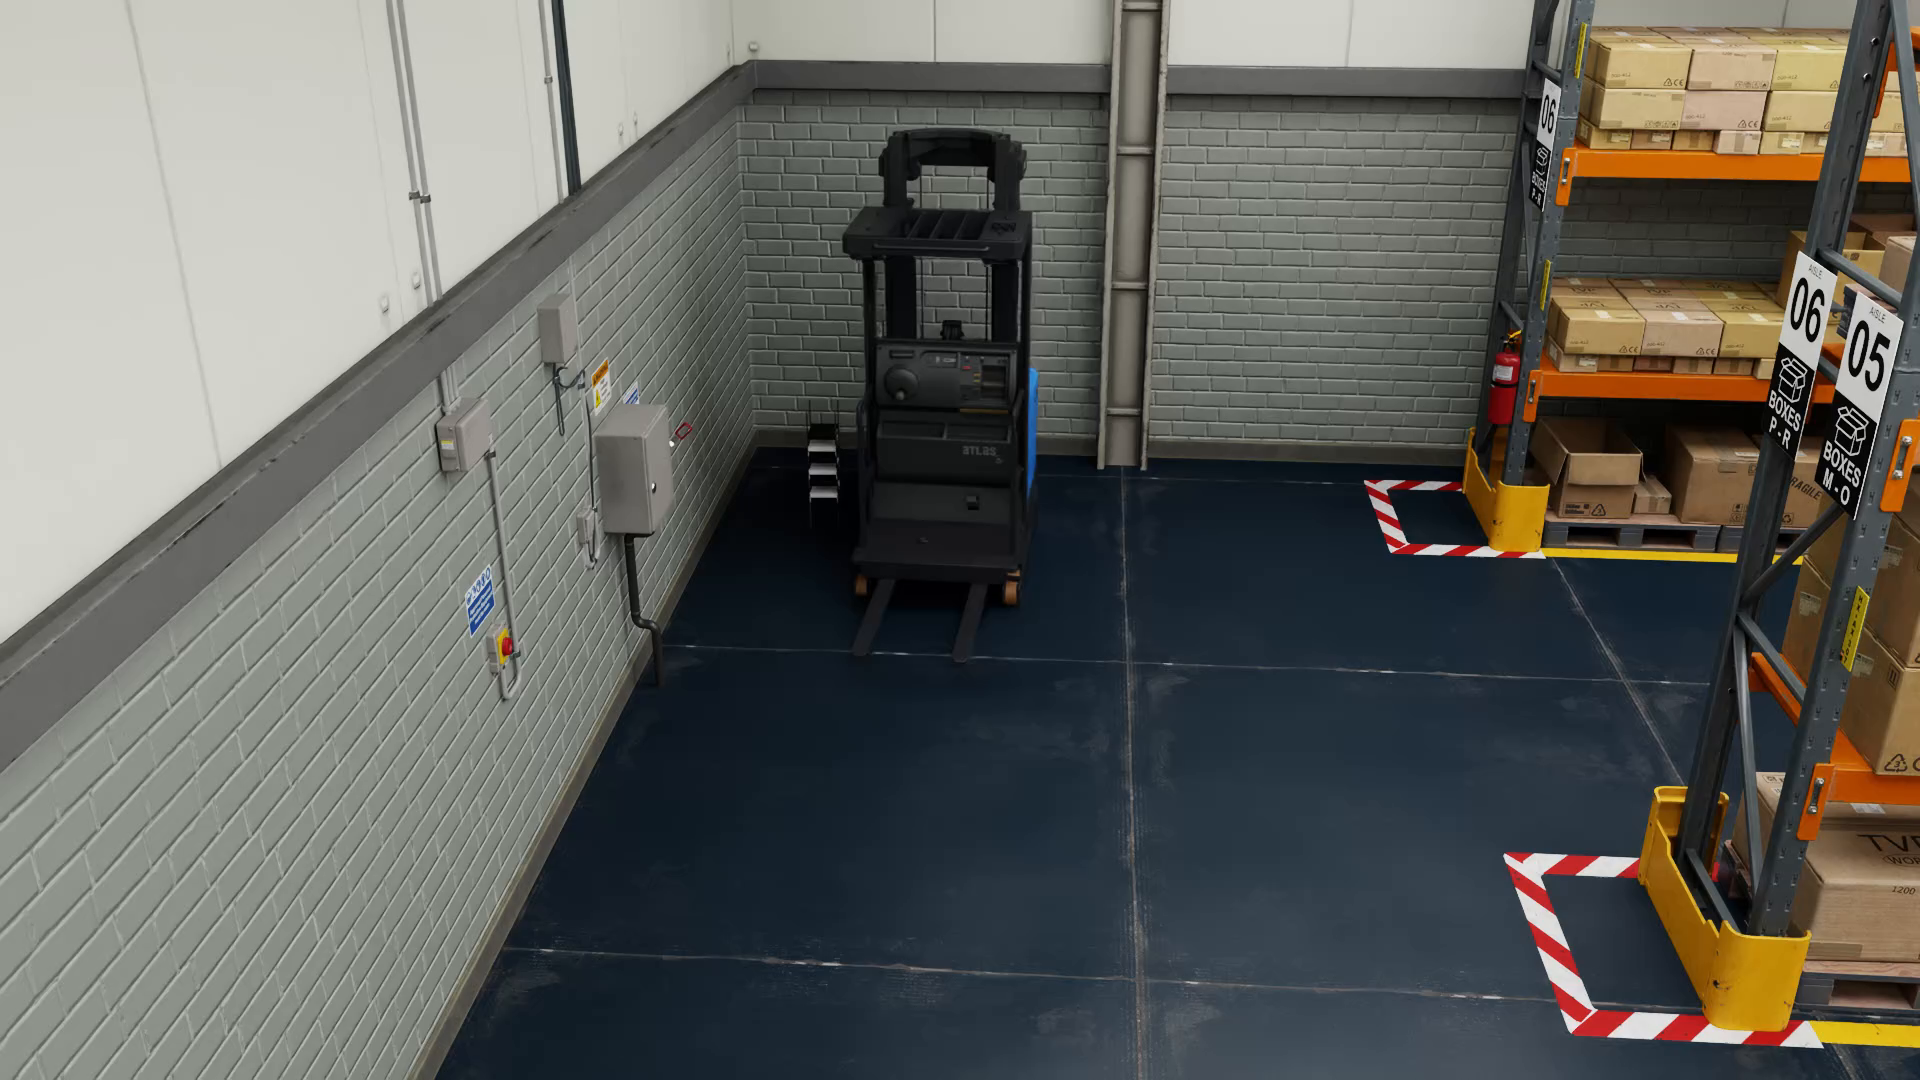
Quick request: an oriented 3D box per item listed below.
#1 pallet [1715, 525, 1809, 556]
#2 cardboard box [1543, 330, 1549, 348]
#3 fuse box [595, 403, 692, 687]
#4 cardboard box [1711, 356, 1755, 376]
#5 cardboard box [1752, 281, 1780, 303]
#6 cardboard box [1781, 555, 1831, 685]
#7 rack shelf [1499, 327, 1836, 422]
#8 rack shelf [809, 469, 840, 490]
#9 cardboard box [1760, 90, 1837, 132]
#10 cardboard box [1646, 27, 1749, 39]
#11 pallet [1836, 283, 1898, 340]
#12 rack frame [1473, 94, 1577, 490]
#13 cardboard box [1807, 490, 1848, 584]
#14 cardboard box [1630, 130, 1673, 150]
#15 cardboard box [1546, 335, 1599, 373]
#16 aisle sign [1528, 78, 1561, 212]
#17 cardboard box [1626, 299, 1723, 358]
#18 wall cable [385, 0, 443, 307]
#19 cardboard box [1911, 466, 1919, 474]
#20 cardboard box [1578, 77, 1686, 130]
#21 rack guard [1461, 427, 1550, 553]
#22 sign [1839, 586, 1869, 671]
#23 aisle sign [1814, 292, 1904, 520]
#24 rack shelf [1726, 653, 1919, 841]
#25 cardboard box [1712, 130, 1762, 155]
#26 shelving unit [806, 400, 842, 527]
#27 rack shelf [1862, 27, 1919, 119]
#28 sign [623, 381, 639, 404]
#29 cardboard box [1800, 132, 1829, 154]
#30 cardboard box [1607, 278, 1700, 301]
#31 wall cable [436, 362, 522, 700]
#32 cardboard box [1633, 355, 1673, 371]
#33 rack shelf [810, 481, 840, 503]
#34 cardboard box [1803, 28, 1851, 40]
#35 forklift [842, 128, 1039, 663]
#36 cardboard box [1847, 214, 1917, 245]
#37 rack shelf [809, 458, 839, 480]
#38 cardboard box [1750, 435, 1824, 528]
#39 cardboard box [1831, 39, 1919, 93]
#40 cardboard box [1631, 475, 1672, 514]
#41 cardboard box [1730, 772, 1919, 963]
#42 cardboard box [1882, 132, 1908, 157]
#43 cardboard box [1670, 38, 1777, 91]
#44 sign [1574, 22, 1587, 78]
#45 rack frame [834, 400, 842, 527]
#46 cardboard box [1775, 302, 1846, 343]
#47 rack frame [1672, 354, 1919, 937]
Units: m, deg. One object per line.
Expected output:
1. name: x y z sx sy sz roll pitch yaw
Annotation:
1. pallet: 5.997 -0.189 12.119 1.213 0.211 1.003 2 25 4
2. cardboard box: 4.264 -1.510 11.956 0.250 0.149 0.380 2 25 3
3. fuse box: -1.781 0.089 9.720 0.414 1.711 0.539 2 25 4
4. cardboard box: 5.254 -1.262 11.415 0.250 0.149 0.380 2 25 5
5. cardboard box: 5.921 -1.634 11.749 0.500 0.250 0.500 2 25 4
6. cardboard box: 4.038 0.405 7.372 0.500 0.500 0.500 2 25 4
7. rack shelf: 5.907 -1.132 11.695 4.000 0.370 1.077 2 25 4
8. rack shelf: -0.986 -0.440 12.137 0.200 0.077 0.258 1 25 1
9. cardboard box: 5.352 -2.796 10.683 0.500 0.250 0.500 1 25 2
10. cardboard box: 4.896 -3.265 11.106 0.500 0.250 0.500 1 25 2
11. pallet: 4.277 -0.757 6.536 1.213 0.211 1.003 2 25 4
12. rack frame: 3.913 -1.523 11.683 0.127 3.000 1.000 2 25 4
13. cardboard box: 4.035 -0.038 7.139 0.500 0.500 0.500 3 25 6
14. cardboard box: 4.476 -2.667 10.881 0.250 0.149 0.380 2 25 5
15. cardboard box: 4.220 -1.284 11.464 0.250 0.149 0.380 2 25 4
16. aisle sign: 3.822 -2.584 10.879 0.004 0.787 0.394 2 25 4
17. cardboard box: 4.847 -1.447 11.342 0.500 0.250 0.500 2 25 5
18. wall cable: -2.157 -2.244 6.073 0.029 3.000 0.463 2 25 4
19. cardboard box: 3.910 -0.321 6.978 0.250 0.149 0.380 2 25 5
20. cardboard box: 4.334 -2.825 10.747 0.500 0.250 0.500 2 25 3
21. rack guard: 3.989 -0.385 12.201 0.348 0.500 1.175 2 25 4
22. sign: 3.488 0.348 6.487 0.005 0.325 0.100 2 25 4
23. aisle sign: 3.443 -0.517 6.386 0.004 0.787 0.394 2 25 4
24. rack shelf: 5.531 0.936 7.198 4.000 0.370 1.077 2 25 4
25. cardboard box: 4.971 -2.601 10.738 0.250 0.149 0.380 2 25 5
26. shelving unit: -0.986 -0.552 12.085 0.210 0.900 0.258 1 25 1
27. rack shelf: 5.531 -1.607 6.028 4.000 0.370 1.077 2 25 4
28. sign: -1.950 -0.665 9.932 0.001 0.494 0.329 2 25 4
29. cardboard box: 5.484 -2.613 10.765 0.250 0.149 0.380 2 25 3
30. cardboard box: 4.906 -1.669 11.824 0.500 0.250 0.500 2 25 4
31. wall cable: -2.087 -0.101 7.339 0.123 1.953 0.585 2 25 4
32. cardboard box: 4.741 -1.301 11.502 0.250 0.149 0.380 2 25 3
33. rack shelf: -0.986 -0.359 12.174 0.200 0.077 0.258 1 25 1
34. cardboard box: 5.907 -3.226 11.020 0.500 0.250 0.500 2 25 4
35. forklift: -0.115 -1.050 10.736 1.130 2.935 3.031 3 25 7
36. cardboard box: 6.437 -1.961 11.562 0.500 0.500 0.500 1 25 3
37. rack shelf: -0.986 -0.522 12.099 0.200 0.077 0.258 1 25 1
38. cardboard box: 5.884 -0.417 11.768 0.500 0.500 0.500 2 25 5
39. cardboard box: 5.853 -3.015 10.561 0.500 0.250 0.500 3 25 5
40. cardboard box: 4.936 -0.330 11.998 0.250 0.149 0.380 1 25 2
41. cardboard box: 4.202 1.498 7.680 0.875 0.438 0.875 1 25 2
42. cardboard box: 5.983 -2.569 10.668 0.250 0.149 0.380 2 25 5
43. cardboard box: 4.842 -3.037 10.610 0.500 0.250 0.500 2 25 4
44. sign: 3.871 -3.057 10.382 0.005 0.325 0.100 2 25 4
45. rack frame: -0.885 -0.551 12.083 0.006 0.900 0.240 1 25 1
46. cardboard box: 5.864 -1.425 11.293 0.500 0.250 0.500 1 25 3
47. rack frame: 3.537 0.546 7.187 0.127 3.000 1.000 2 25 4
